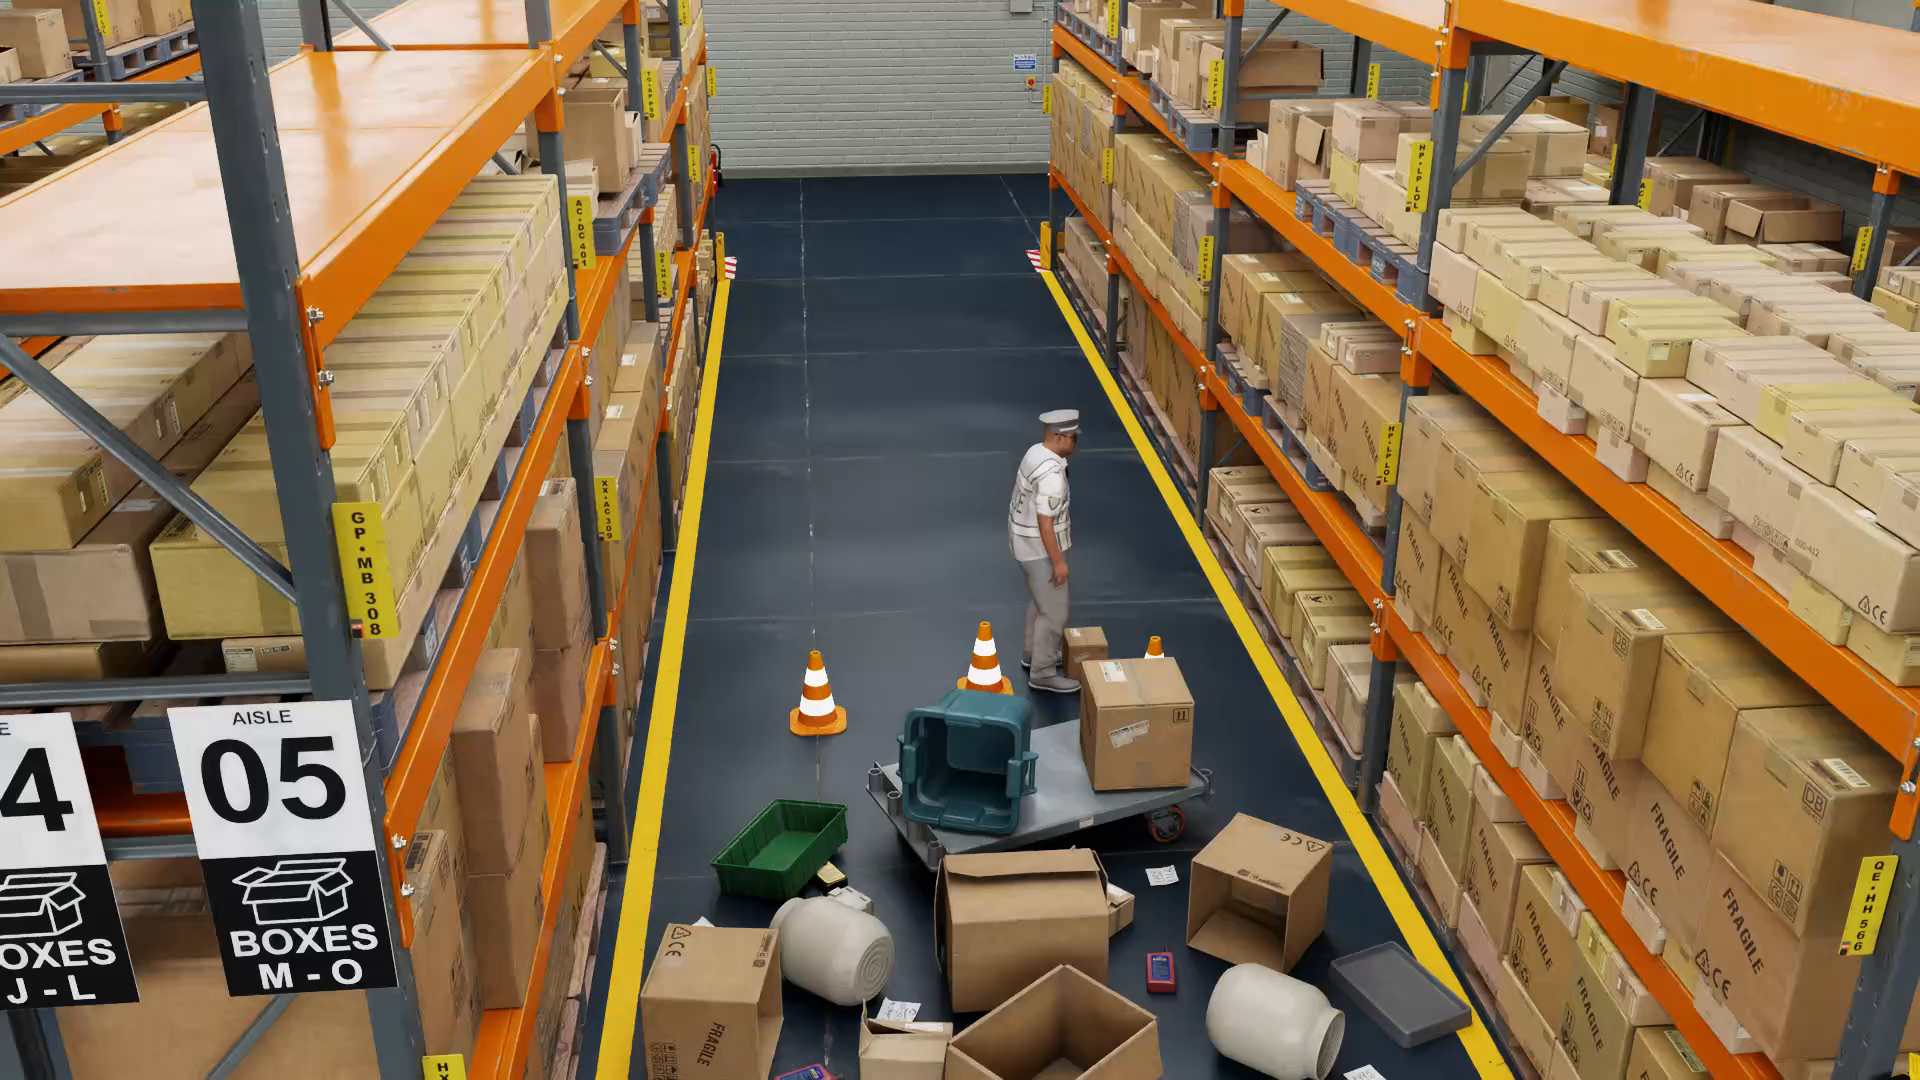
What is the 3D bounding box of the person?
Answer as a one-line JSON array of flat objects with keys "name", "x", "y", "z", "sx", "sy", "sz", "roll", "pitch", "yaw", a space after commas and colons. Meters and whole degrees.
[{"name": "person", "x": 0.519, "y": 0.048, "z": 10.205, "sx": 0.436, "sy": 1.748, "sz": 0.587, "roll": -2, "pitch": 24, "yaw": -5}]
